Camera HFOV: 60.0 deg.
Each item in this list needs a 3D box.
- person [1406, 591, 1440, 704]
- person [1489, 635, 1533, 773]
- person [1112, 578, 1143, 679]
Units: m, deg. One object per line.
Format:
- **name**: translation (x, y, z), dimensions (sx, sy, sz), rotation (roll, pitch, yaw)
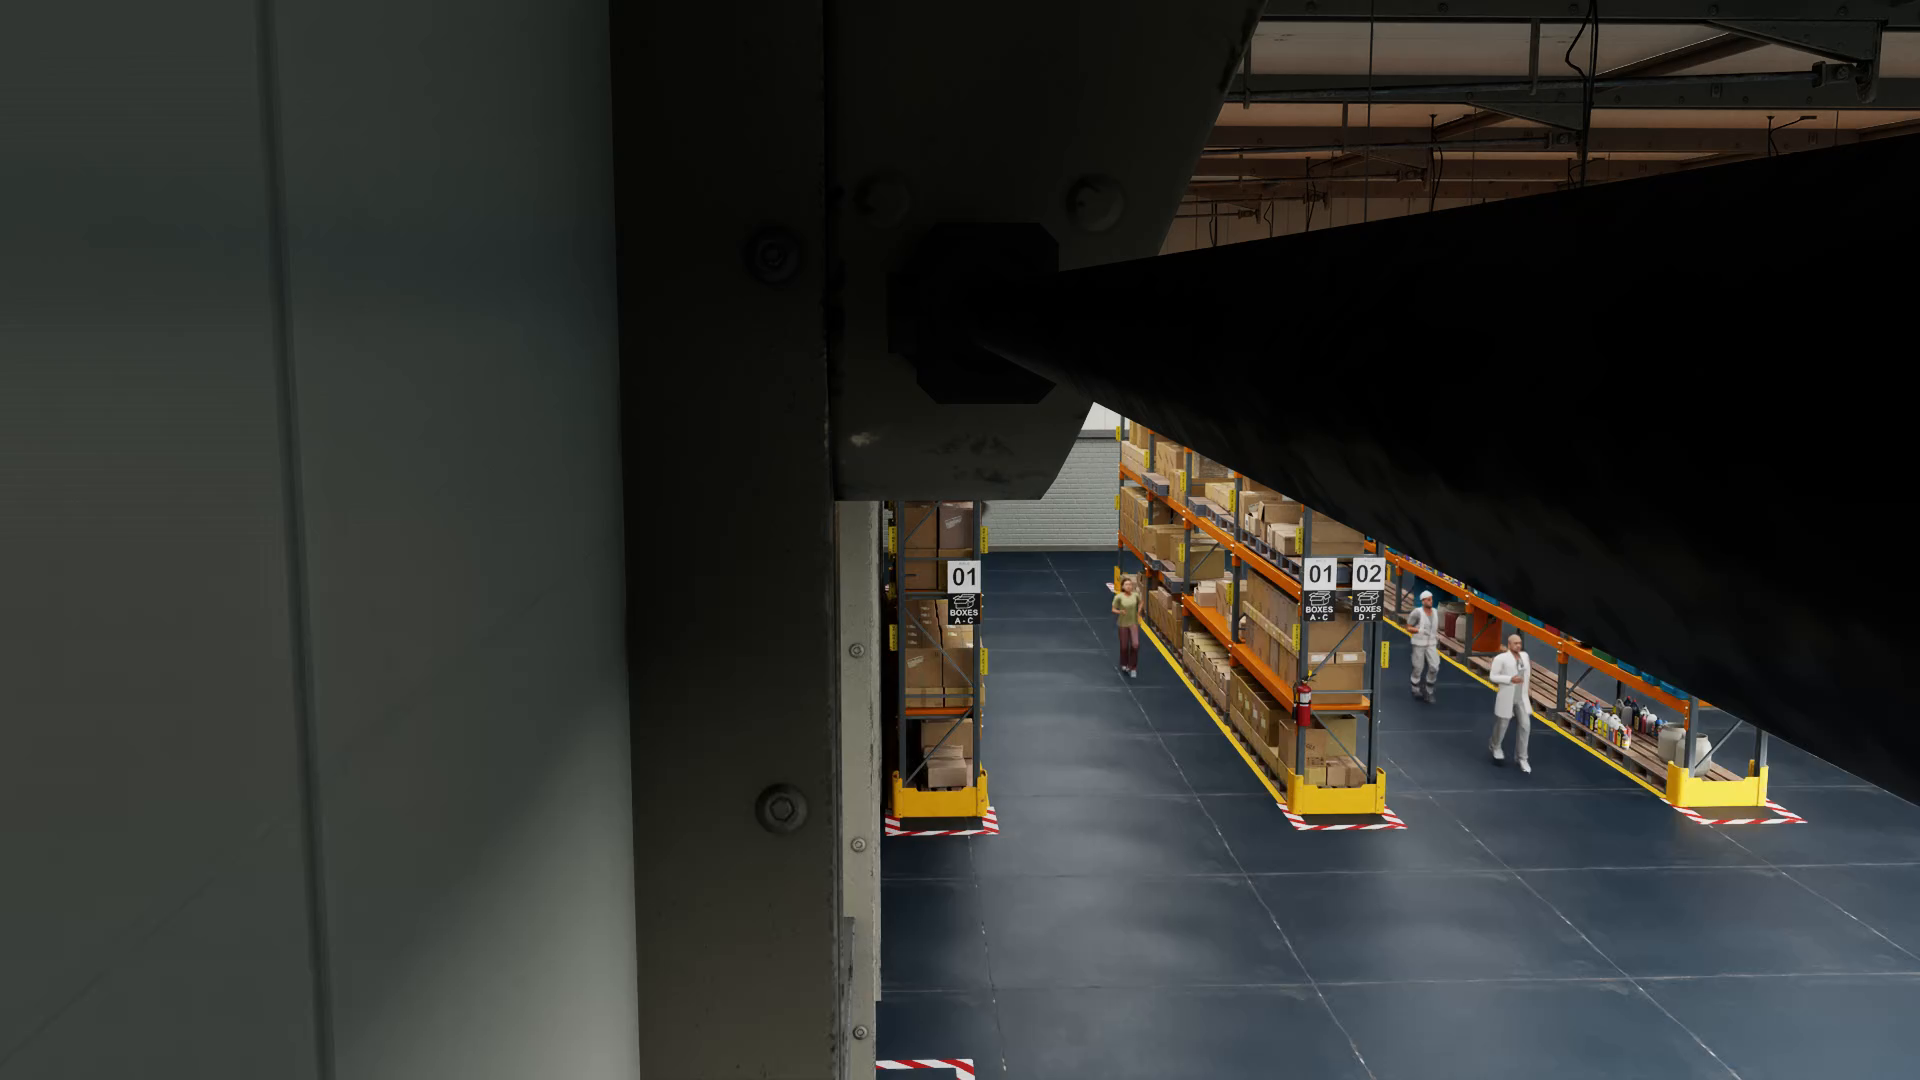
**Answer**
- **person**: translation (7.317, 1.698, 26.218), dimensions (0.614, 1.822, 0.731), rotation (-2, 8, -11)
- **person**: translation (7.518, 2.193, 22.660), dimensions (0.701, 1.837, 0.801), rotation (-1, 8, -9)
- **person**: translation (2.831, 1.478, 28.107), dimensions (0.557, 1.715, 0.716), rotation (0, 8, -1)
